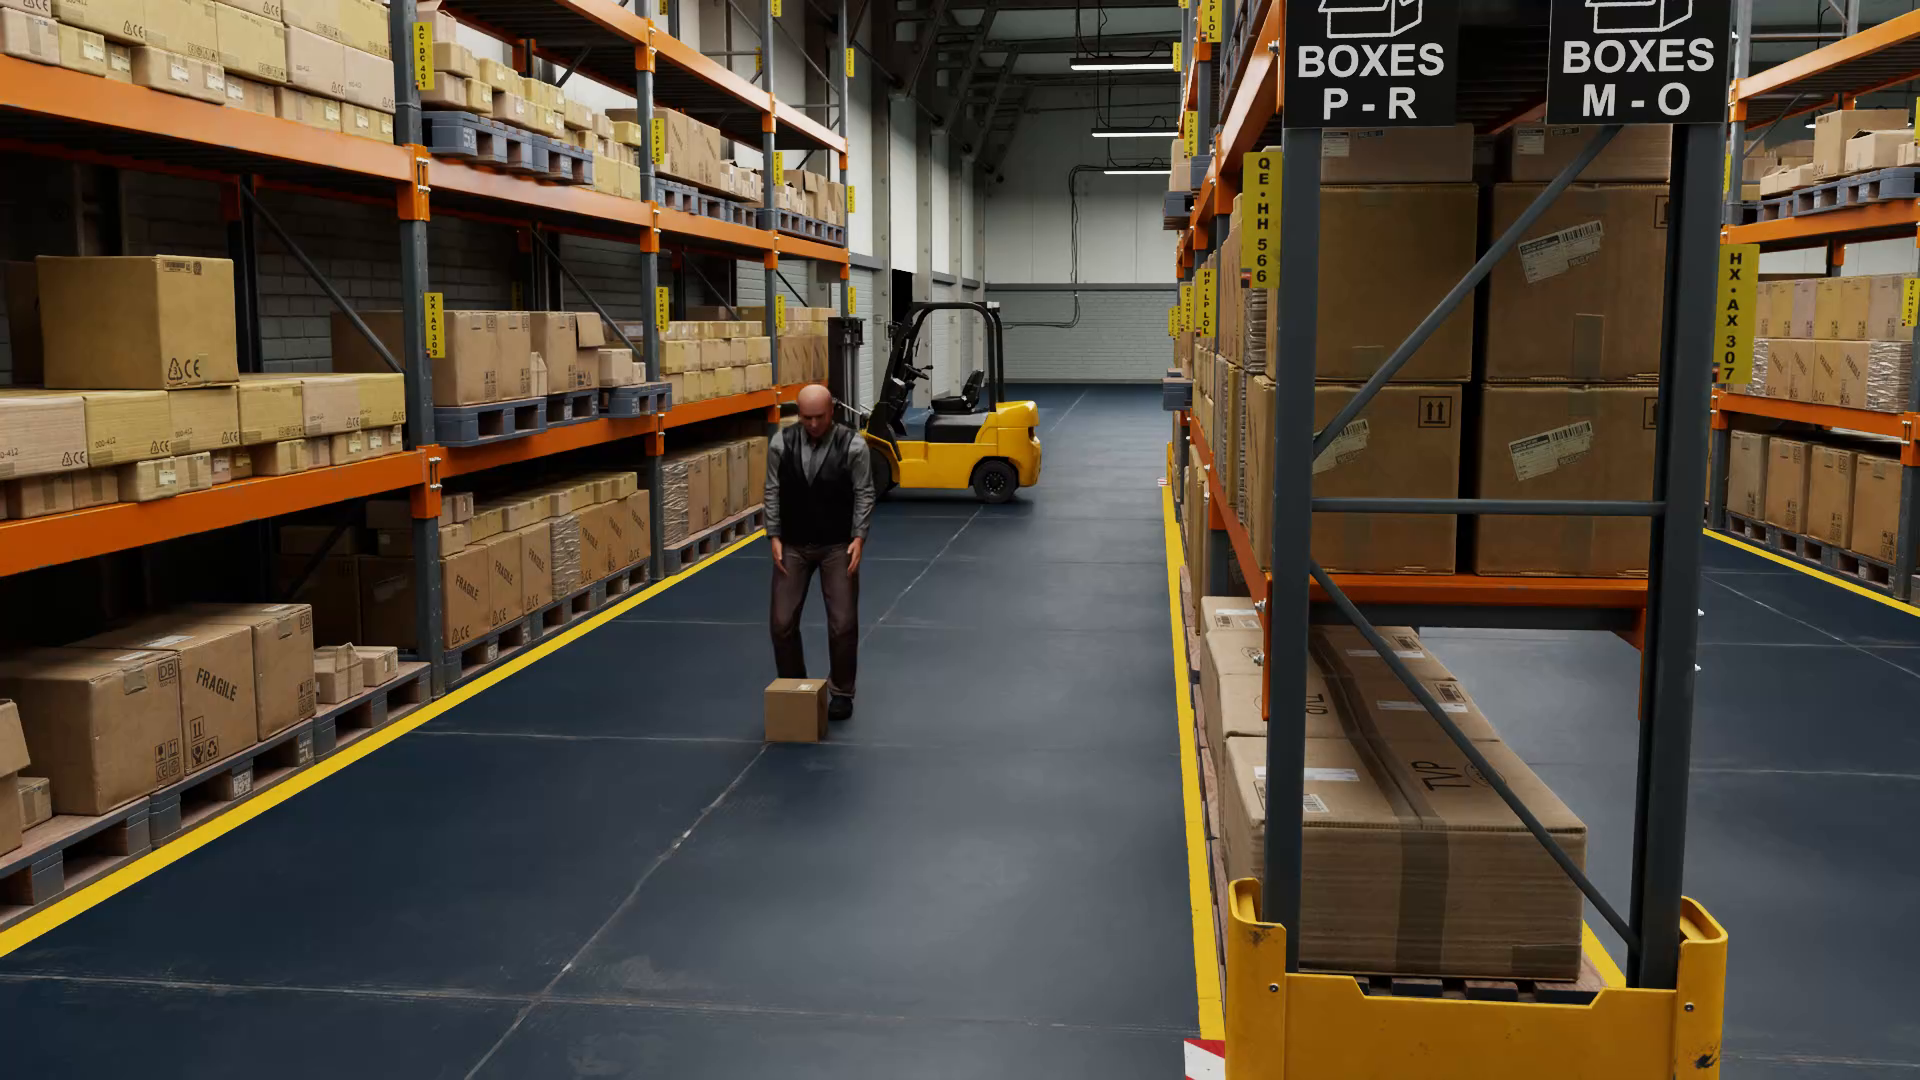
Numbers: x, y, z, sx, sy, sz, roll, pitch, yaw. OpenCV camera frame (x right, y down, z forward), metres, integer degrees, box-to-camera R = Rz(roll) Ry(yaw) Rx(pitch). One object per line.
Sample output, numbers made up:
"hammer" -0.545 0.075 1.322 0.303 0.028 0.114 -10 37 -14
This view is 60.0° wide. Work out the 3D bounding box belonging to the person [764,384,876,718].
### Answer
"person" -0.694 0.053 8.263 0.563 1.658 0.427 1 8 8
